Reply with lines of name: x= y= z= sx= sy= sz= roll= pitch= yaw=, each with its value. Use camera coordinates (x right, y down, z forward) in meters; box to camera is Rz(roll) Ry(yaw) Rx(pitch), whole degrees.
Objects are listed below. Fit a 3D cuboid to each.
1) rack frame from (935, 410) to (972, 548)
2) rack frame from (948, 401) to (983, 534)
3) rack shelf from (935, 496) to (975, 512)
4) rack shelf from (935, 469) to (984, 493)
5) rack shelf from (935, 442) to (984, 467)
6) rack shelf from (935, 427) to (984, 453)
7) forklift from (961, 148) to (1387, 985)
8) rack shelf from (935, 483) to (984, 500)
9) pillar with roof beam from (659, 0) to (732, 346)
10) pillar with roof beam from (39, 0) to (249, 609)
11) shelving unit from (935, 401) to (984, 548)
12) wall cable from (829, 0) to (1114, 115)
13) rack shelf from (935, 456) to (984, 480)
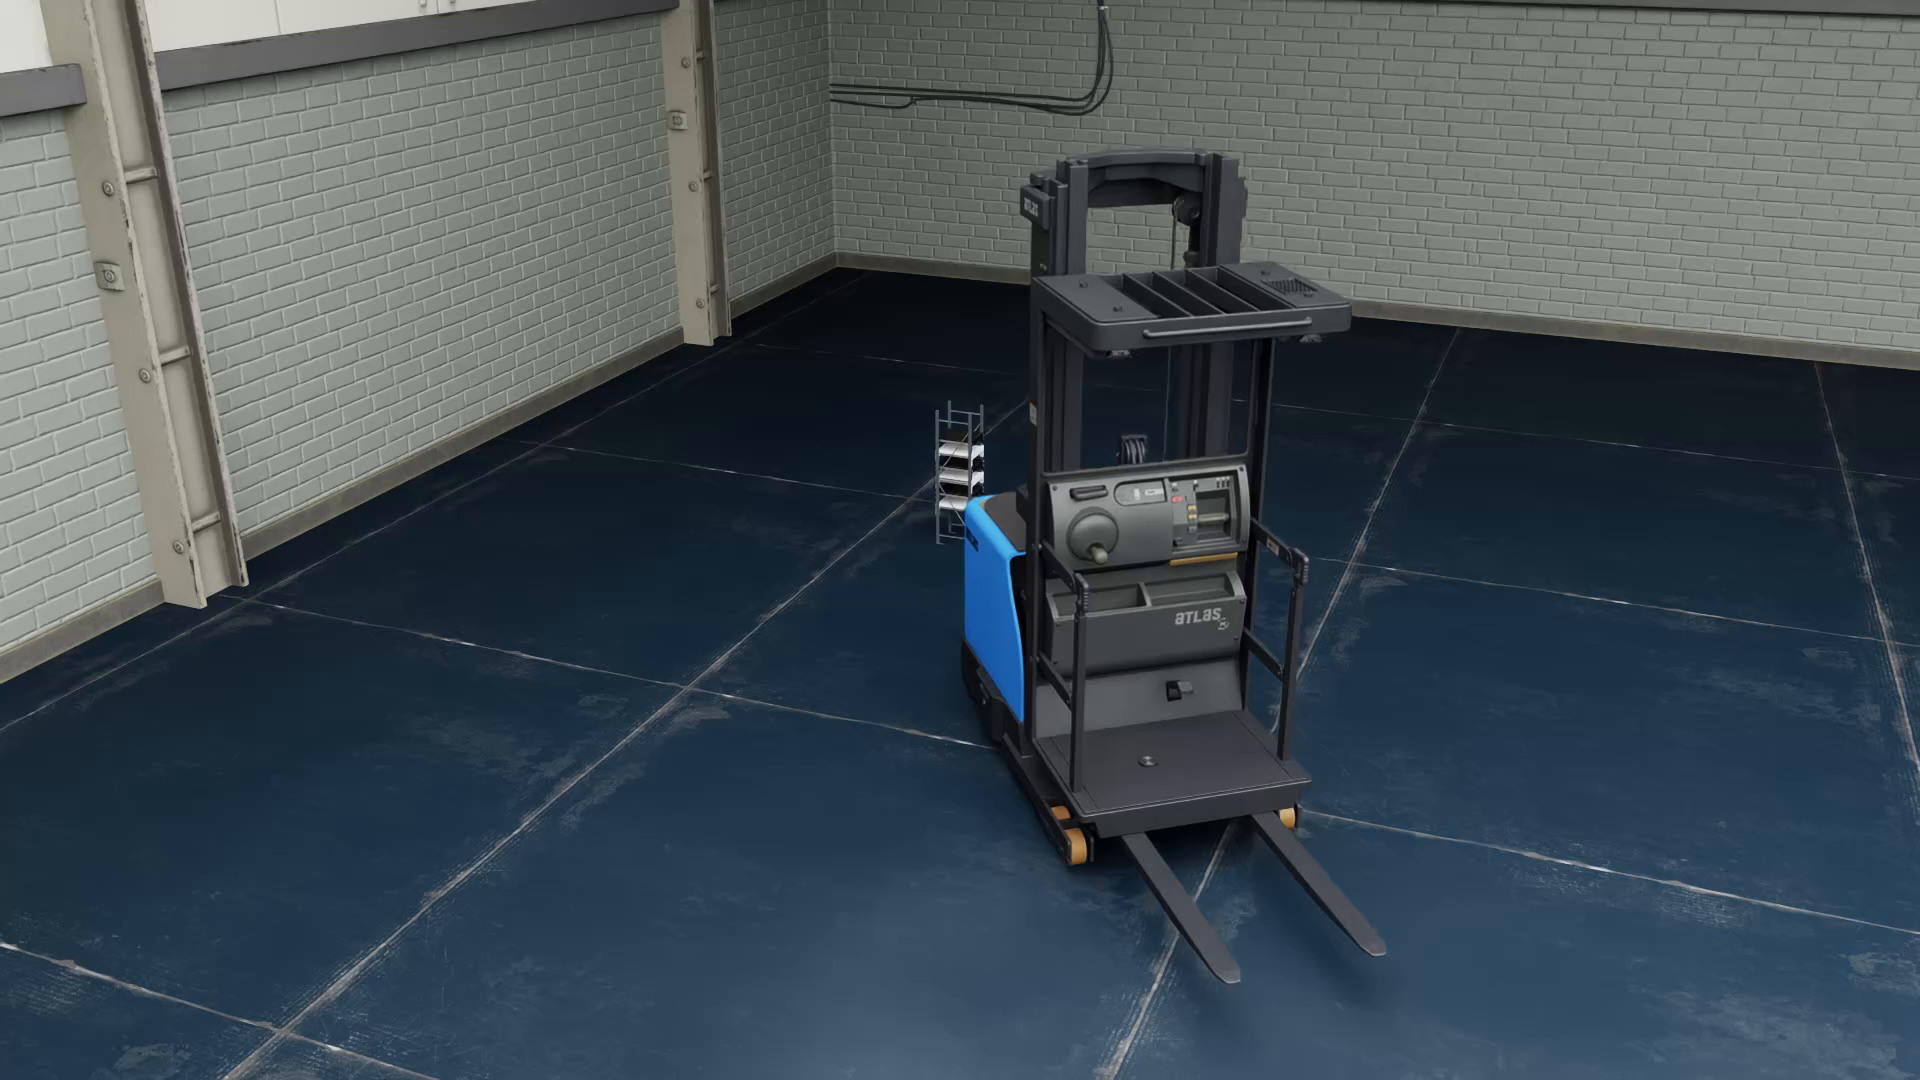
rack frame: x=-0.041 y=-0.376 z=10.483 sx=0.240 sy=0.900 sz=0.006 roll=9 pitch=24 yaw=20
rack frame: x=0.035 y=-0.449 z=10.657 sx=0.240 sy=0.900 sz=0.006 roll=9 pitch=24 yaw=20
rack shelf: x=-0.003 y=-0.215 z=10.652 sx=0.258 sy=0.077 sz=0.200 roll=9 pitch=24 yaw=20
rack shelf: x=-0.003 y=-0.382 z=10.582 sx=0.258 sy=0.077 sz=0.200 roll=9 pitch=24 yaw=20
rack shelf: x=-0.003 y=-0.548 z=10.513 sx=0.258 sy=0.077 sz=0.200 roll=9 pitch=24 yaw=20
rack shelf: x=-0.003 y=-0.631 z=10.478 sx=0.258 sy=0.077 sz=0.200 roll=9 pitch=24 yaw=20
forklift: x=0.903 y=-0.087 z=7.155 sx=1.130 sy=2.935 sz=3.031 roll=-6 pitch=23 yaw=-15
rack shelf: x=-0.003 y=-0.299 z=10.617 sx=0.258 sy=0.077 sz=0.200 roll=9 pitch=24 yaw=20
pillar with roof beam: x=1.691 y=-5.370 z=11.932 sx=9.100 sy=9.000 sz=0.400 roll=9 pitch=24 yaw=20
pillar with roof beam: x=-0.538 y=-3.223 z=6.791 sx=9.100 sy=9.000 sz=0.400 roll=9 pitch=24 yaw=20
shelving unit: x=-0.003 y=-0.412 z=10.570 sx=0.258 sy=0.900 sz=0.210 roll=9 pitch=24 yaw=20
wall cable: x=0.016 y=-5.419 z=16.076 sx=3.097 sy=2.526 sz=0.112 roll=9 pitch=24 yaw=20
rack shelf: x=-0.003 y=-0.465 z=10.548 sx=0.258 sy=0.077 sz=0.200 roll=9 pitch=24 yaw=20
